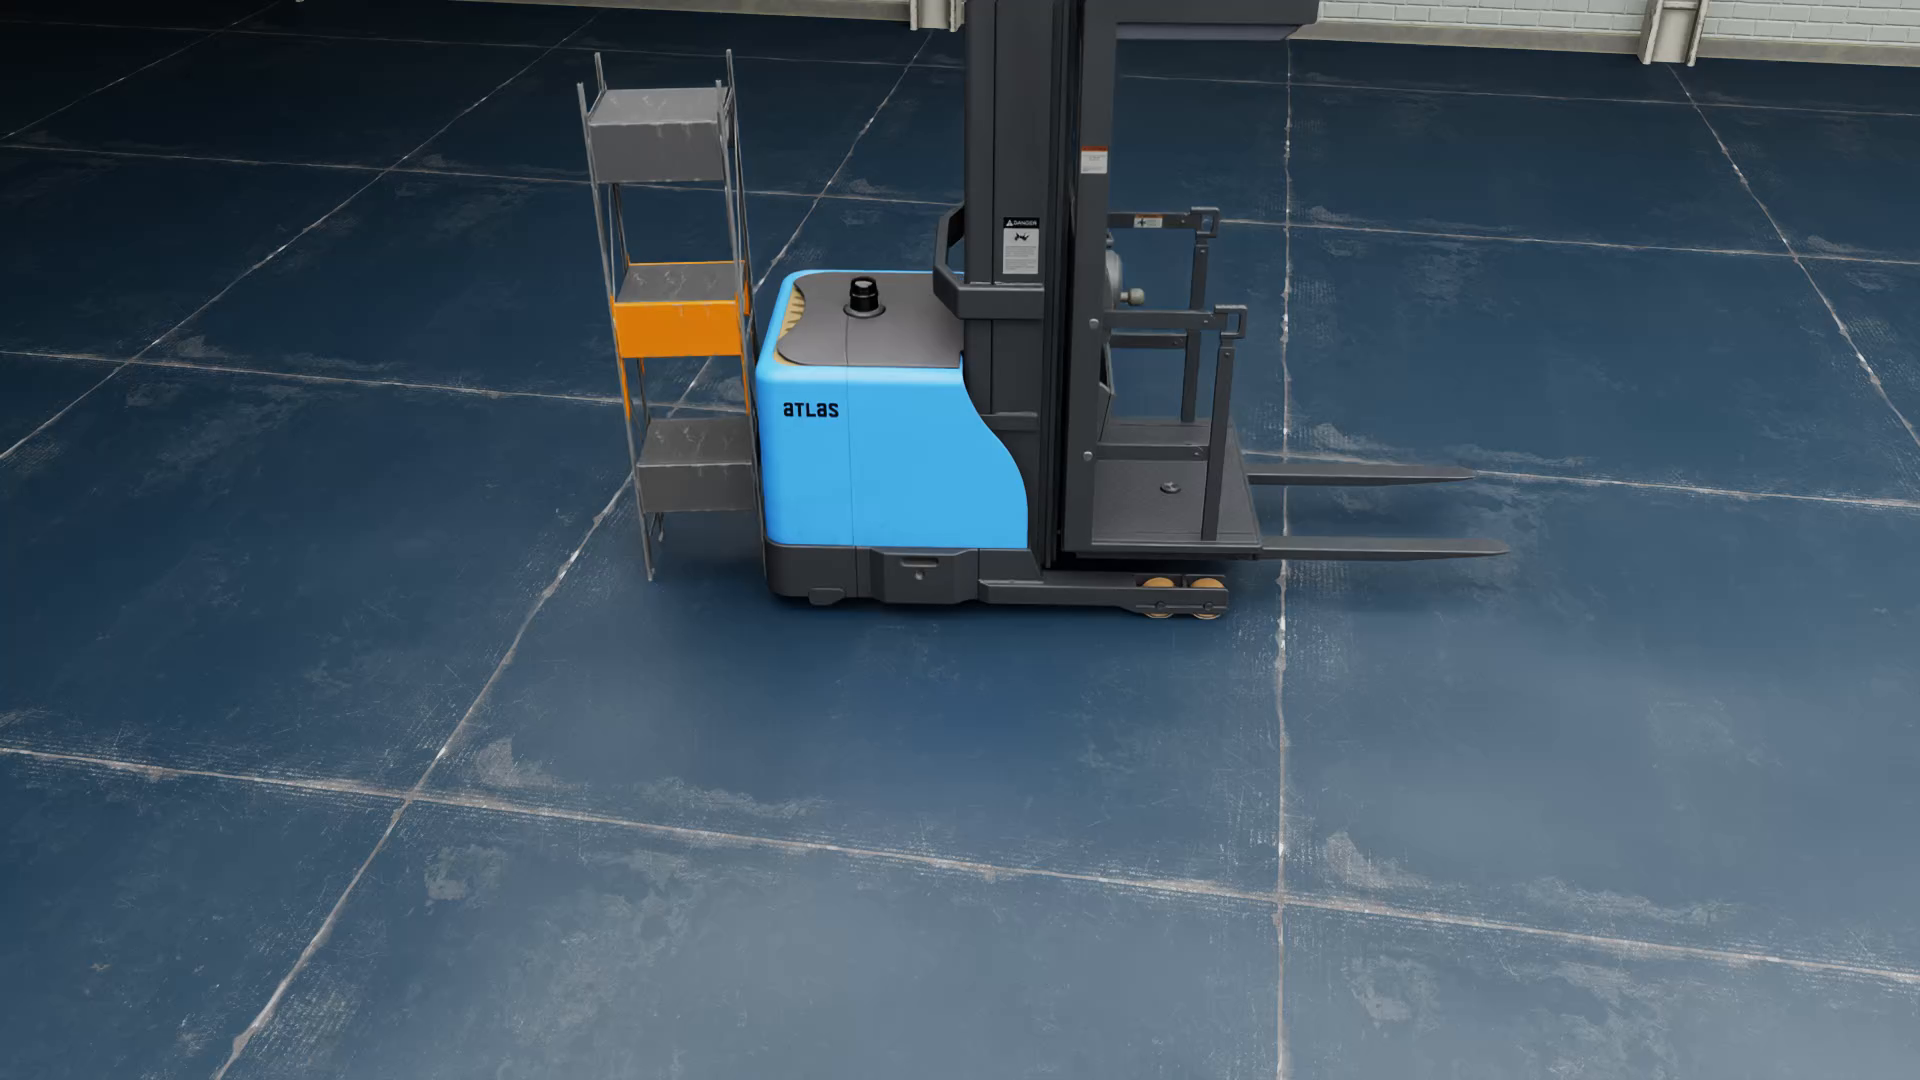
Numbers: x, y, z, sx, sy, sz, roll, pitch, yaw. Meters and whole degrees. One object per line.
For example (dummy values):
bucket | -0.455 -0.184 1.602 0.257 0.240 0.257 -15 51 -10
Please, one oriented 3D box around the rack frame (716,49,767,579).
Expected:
rack frame | -0.835 -0.831 6.579 0.015 2.100 0.400 -2 32 0

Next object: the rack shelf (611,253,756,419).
rack shelf | -1.078 -0.813 6.586 0.480 0.518 0.431 -2 32 0

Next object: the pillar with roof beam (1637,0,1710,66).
pillar with roof beam | 4.984 -5.453 7.480 0.400 9.000 9.100 5 32 8

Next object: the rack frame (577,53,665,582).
rack frame | -1.323 -0.818 6.577 0.015 2.100 0.400 -2 32 0

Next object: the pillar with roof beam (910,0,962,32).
pillar with roof beam | -0.930 -5.988 8.336 0.400 9.000 9.100 5 32 8

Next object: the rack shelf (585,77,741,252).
rack shelf | -1.092 -1.406 6.213 0.480 0.518 0.431 -2 32 0

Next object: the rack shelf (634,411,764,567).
rack shelf | -1.064 -0.221 6.959 0.480 0.518 0.431 -2 32 0

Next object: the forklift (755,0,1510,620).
forklift | 0.734 -1.208 6.417 3.031 2.935 1.130 1 32 1

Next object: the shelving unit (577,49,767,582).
shelving unit | -1.079 -0.825 6.578 0.503 2.100 0.431 -2 32 0
